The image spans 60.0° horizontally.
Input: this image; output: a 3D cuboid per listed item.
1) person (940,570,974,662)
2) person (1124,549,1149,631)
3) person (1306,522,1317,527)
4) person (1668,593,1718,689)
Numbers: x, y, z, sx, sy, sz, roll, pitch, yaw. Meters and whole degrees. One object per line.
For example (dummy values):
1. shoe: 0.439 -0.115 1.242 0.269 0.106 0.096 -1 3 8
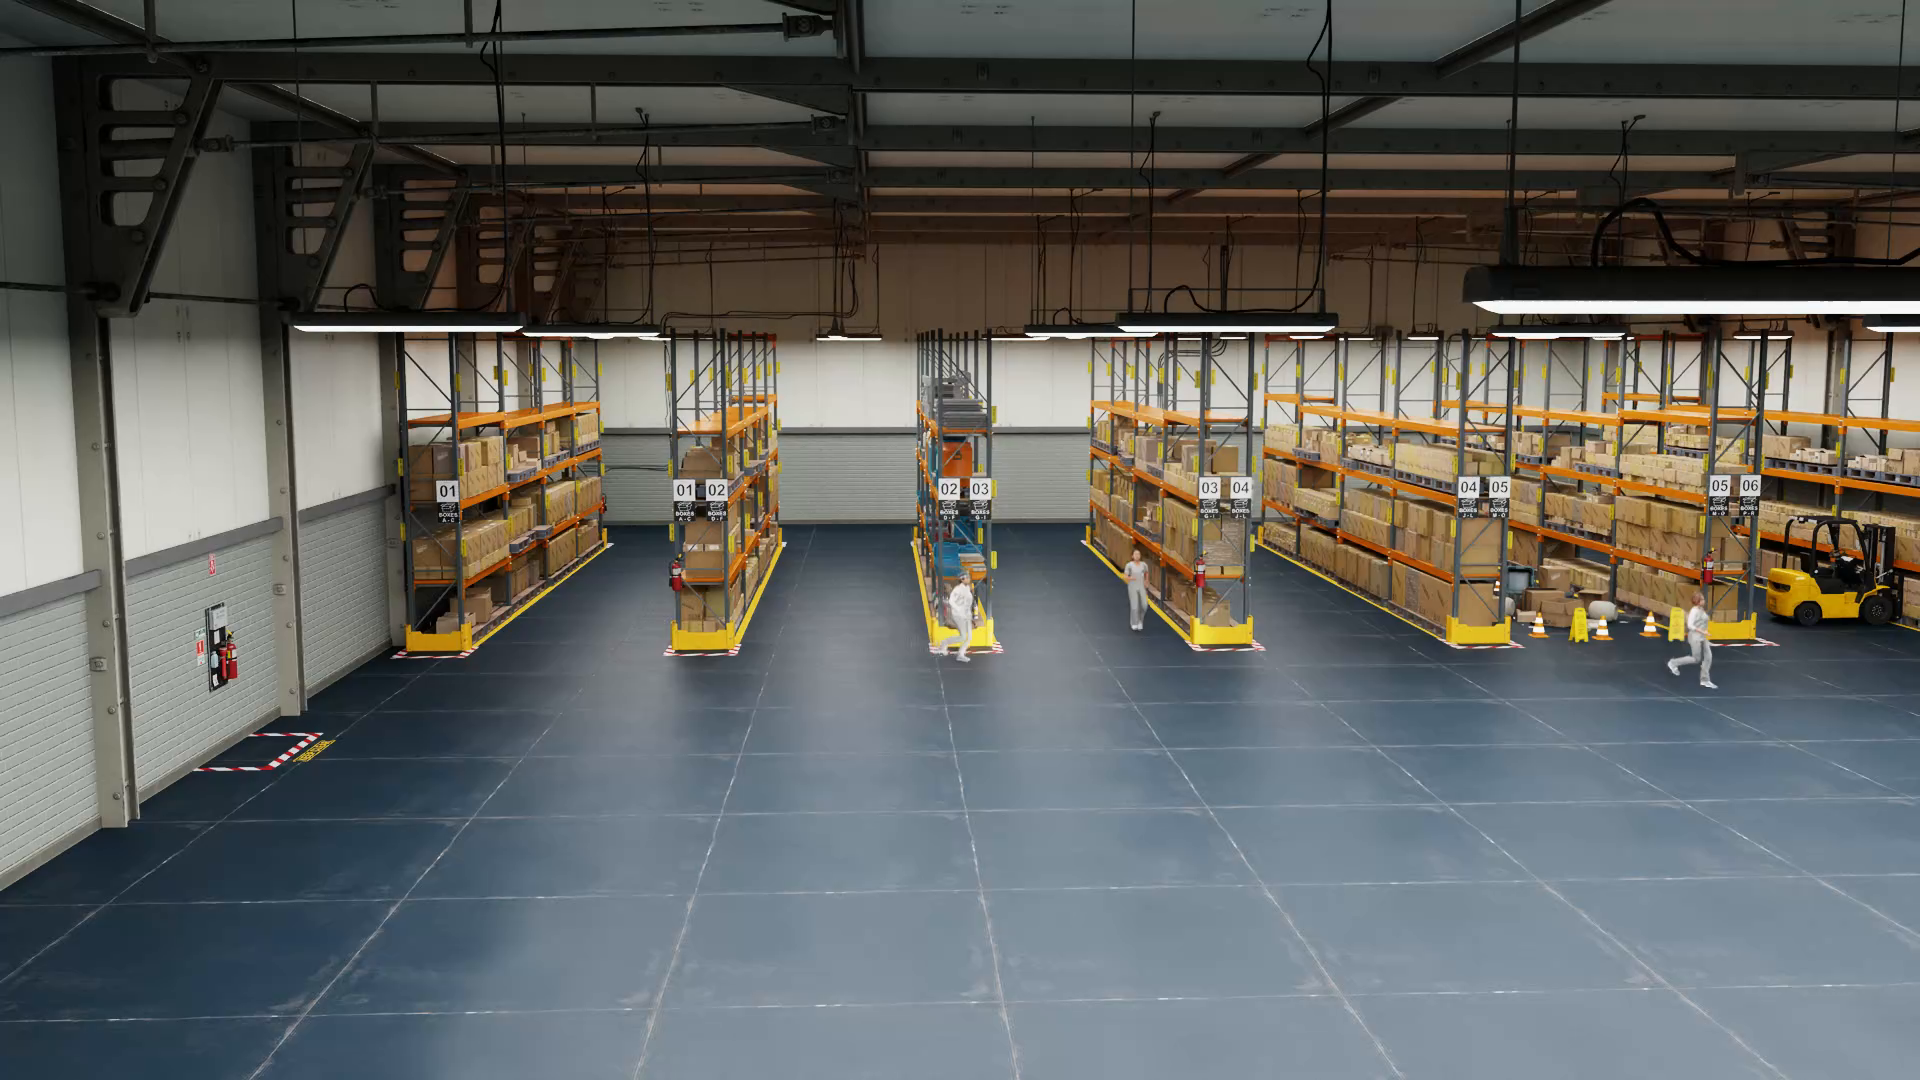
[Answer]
1. person: -0.044 1.361 30.184 0.592 1.643 0.623 3 7 22
2. person: 3.540 1.006 33.112 0.548 1.648 0.616 -1 7 -7
3. person: 10.336 -0.861 48.974 0.750 1.643 0.532 -4 8 -29
4. person: 12.345 1.671 27.918 0.805 1.584 0.552 6 9 44
